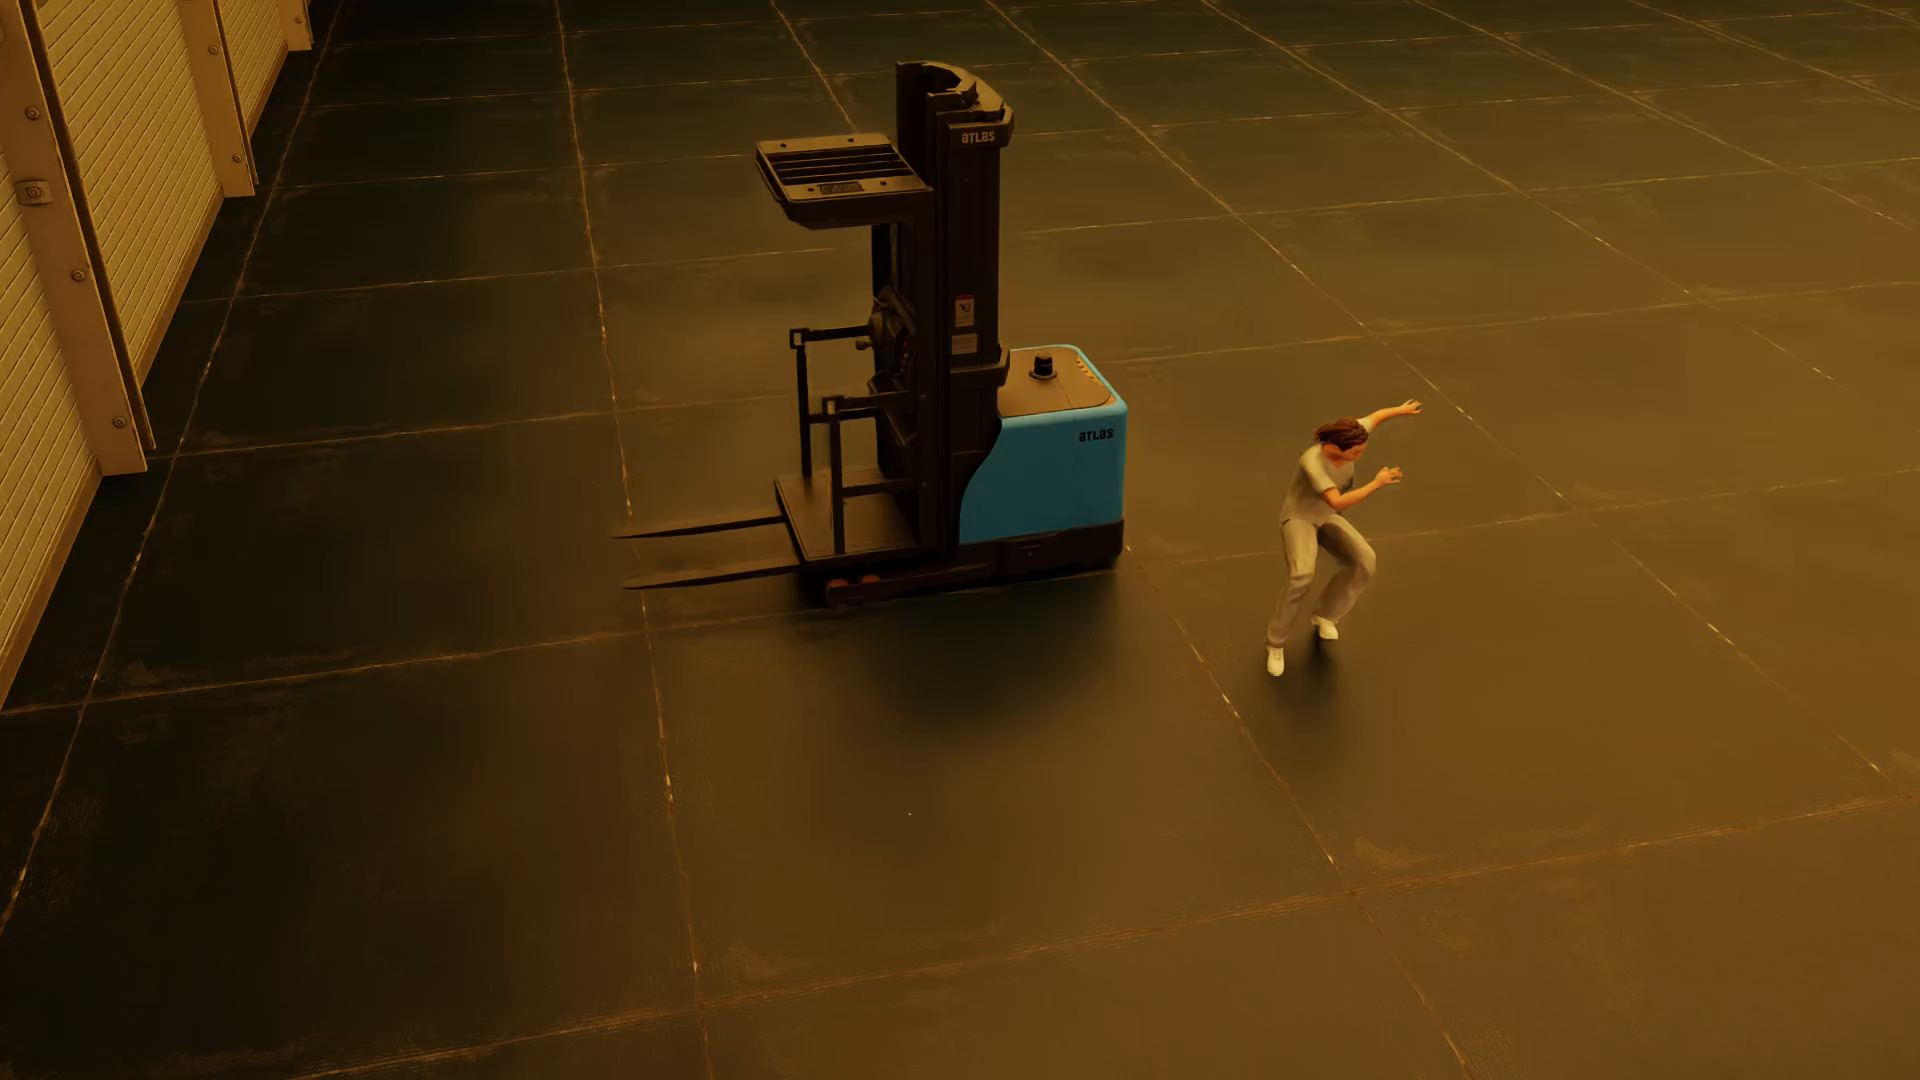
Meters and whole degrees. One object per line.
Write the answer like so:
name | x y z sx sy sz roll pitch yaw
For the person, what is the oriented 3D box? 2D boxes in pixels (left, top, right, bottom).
person | 2.179 -0.111 9.365 1.379 1.367 0.659 -19 35 -29

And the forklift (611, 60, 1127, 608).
forklift | -0.576 -1.162 9.582 3.031 2.935 1.130 -8 31 -13
